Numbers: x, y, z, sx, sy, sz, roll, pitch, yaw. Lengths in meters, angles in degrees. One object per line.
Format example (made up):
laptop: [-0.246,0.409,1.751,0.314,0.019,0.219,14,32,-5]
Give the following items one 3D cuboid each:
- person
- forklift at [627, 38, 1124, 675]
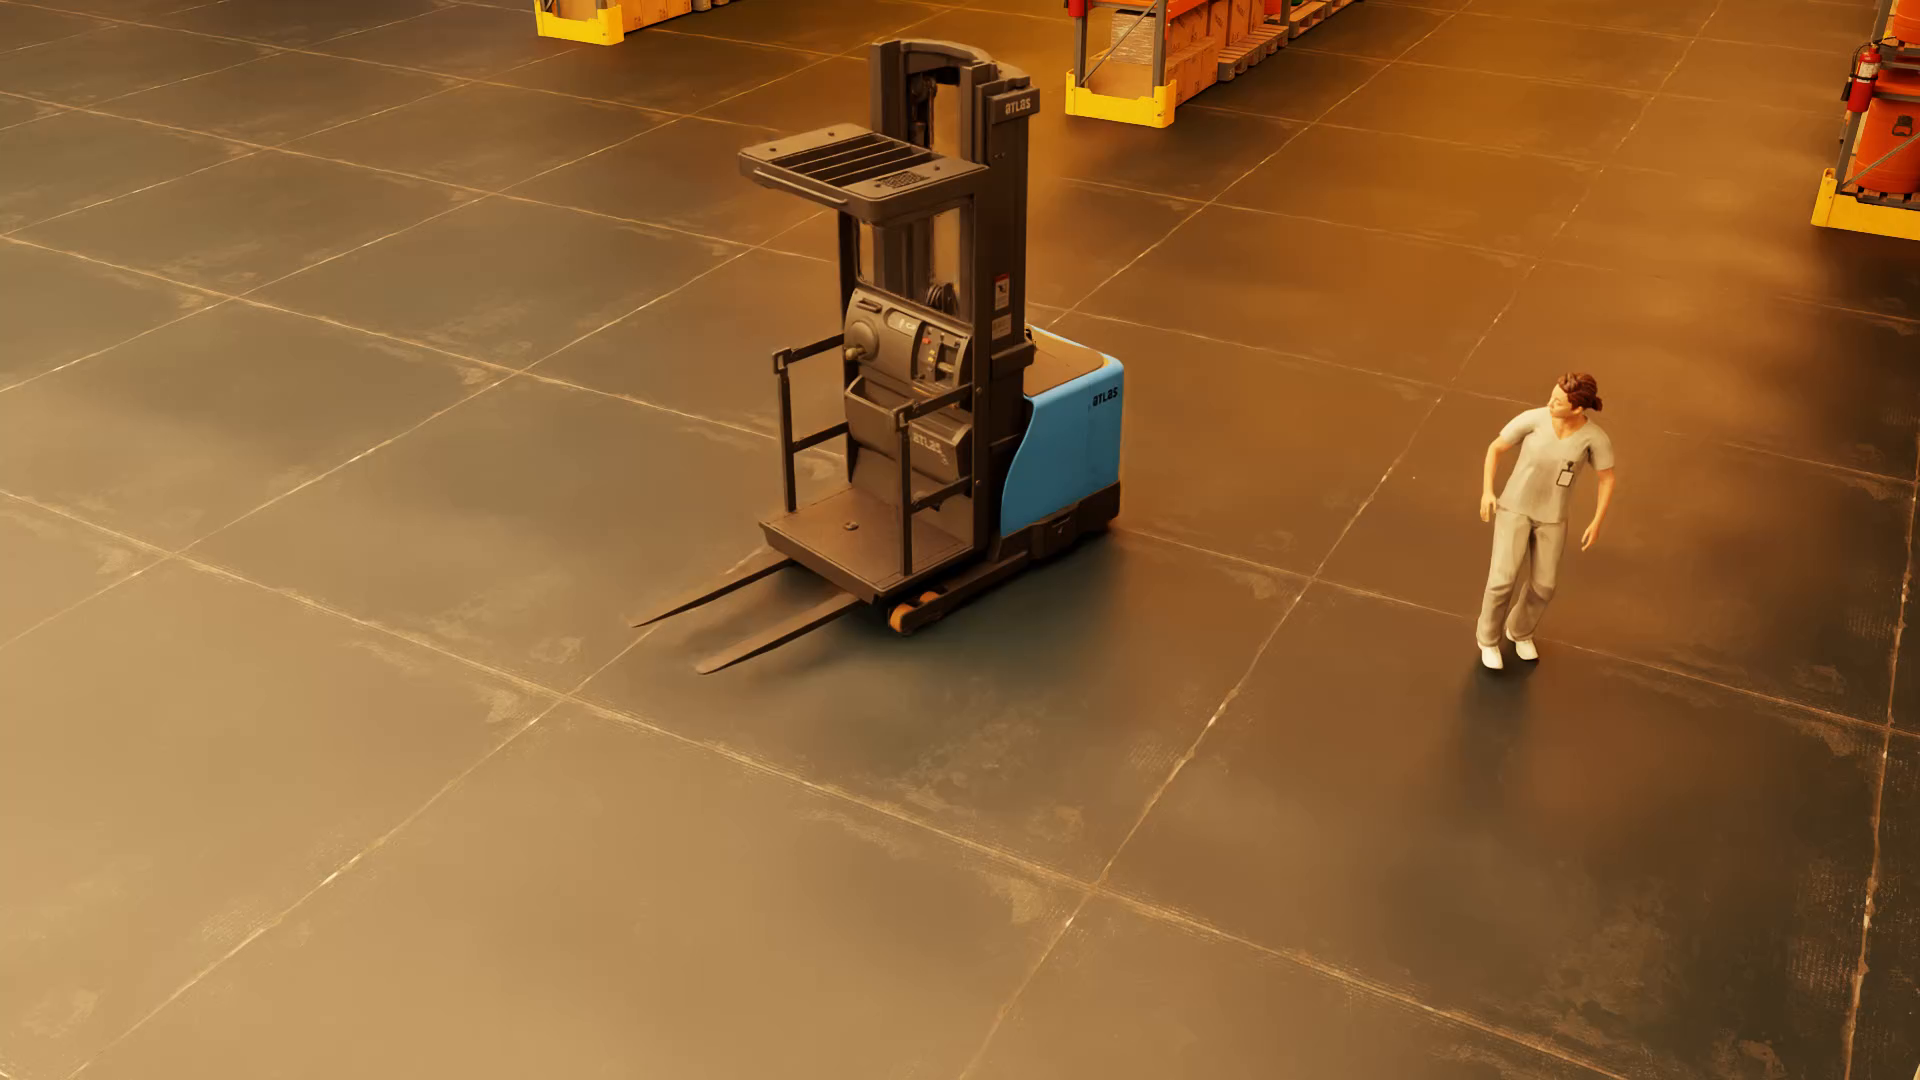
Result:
person: [2.984,-0.089,8.512,0.634,1.650,0.484,6,30,10]
forklift: [-0.442,-1.043,8.879,3.031,2.935,1.130,-26,39,-37]
